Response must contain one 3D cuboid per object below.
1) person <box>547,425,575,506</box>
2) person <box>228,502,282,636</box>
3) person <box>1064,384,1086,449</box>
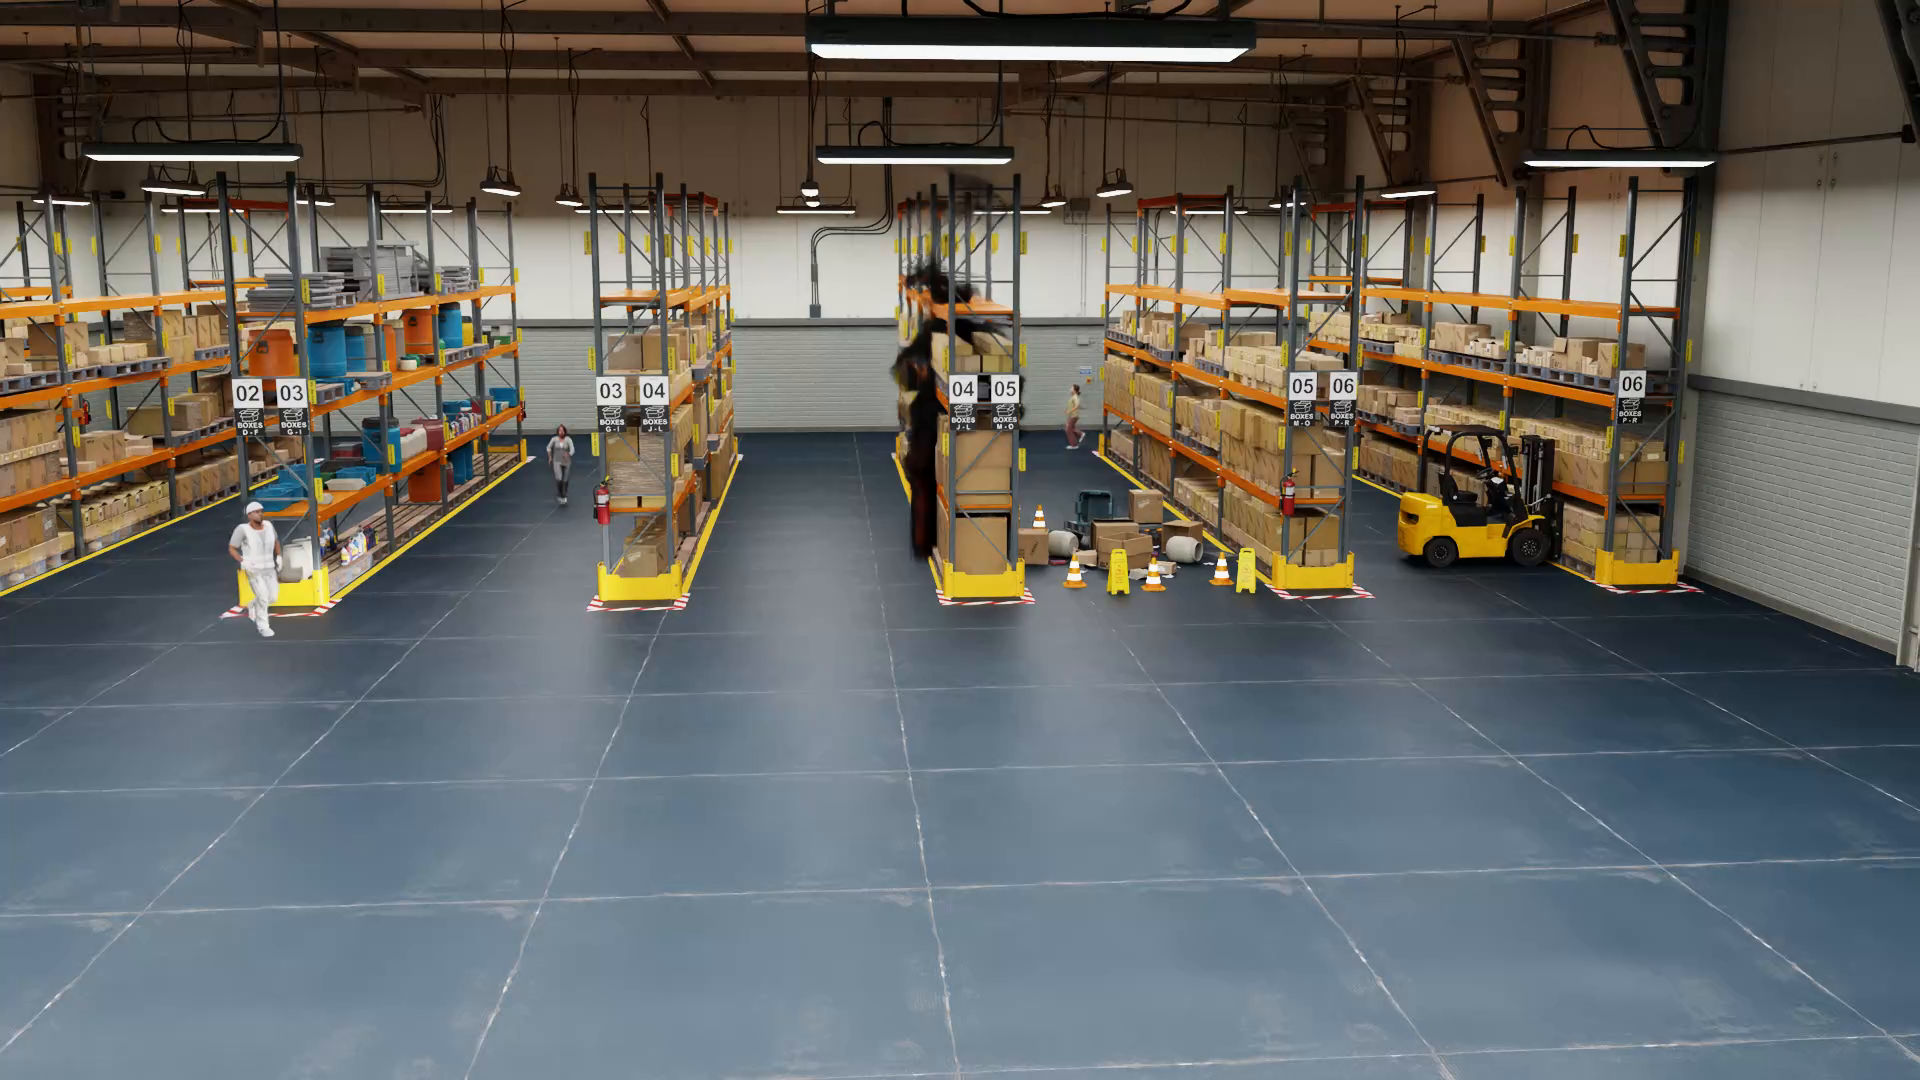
[{"bbox_3d":[-7.747,-1.457,32.343,0.500,1.578,0.730,-3,11,-18],"label":"person"},{"bbox_3d":[-9.196,0.360,21.705,0.659,1.738,0.697,6,12,32],"label":"person"},{"bbox_3d":[2.870,-3.076,41.521,0.556,1.625,0.594,1,10,4],"label":"person"}]
